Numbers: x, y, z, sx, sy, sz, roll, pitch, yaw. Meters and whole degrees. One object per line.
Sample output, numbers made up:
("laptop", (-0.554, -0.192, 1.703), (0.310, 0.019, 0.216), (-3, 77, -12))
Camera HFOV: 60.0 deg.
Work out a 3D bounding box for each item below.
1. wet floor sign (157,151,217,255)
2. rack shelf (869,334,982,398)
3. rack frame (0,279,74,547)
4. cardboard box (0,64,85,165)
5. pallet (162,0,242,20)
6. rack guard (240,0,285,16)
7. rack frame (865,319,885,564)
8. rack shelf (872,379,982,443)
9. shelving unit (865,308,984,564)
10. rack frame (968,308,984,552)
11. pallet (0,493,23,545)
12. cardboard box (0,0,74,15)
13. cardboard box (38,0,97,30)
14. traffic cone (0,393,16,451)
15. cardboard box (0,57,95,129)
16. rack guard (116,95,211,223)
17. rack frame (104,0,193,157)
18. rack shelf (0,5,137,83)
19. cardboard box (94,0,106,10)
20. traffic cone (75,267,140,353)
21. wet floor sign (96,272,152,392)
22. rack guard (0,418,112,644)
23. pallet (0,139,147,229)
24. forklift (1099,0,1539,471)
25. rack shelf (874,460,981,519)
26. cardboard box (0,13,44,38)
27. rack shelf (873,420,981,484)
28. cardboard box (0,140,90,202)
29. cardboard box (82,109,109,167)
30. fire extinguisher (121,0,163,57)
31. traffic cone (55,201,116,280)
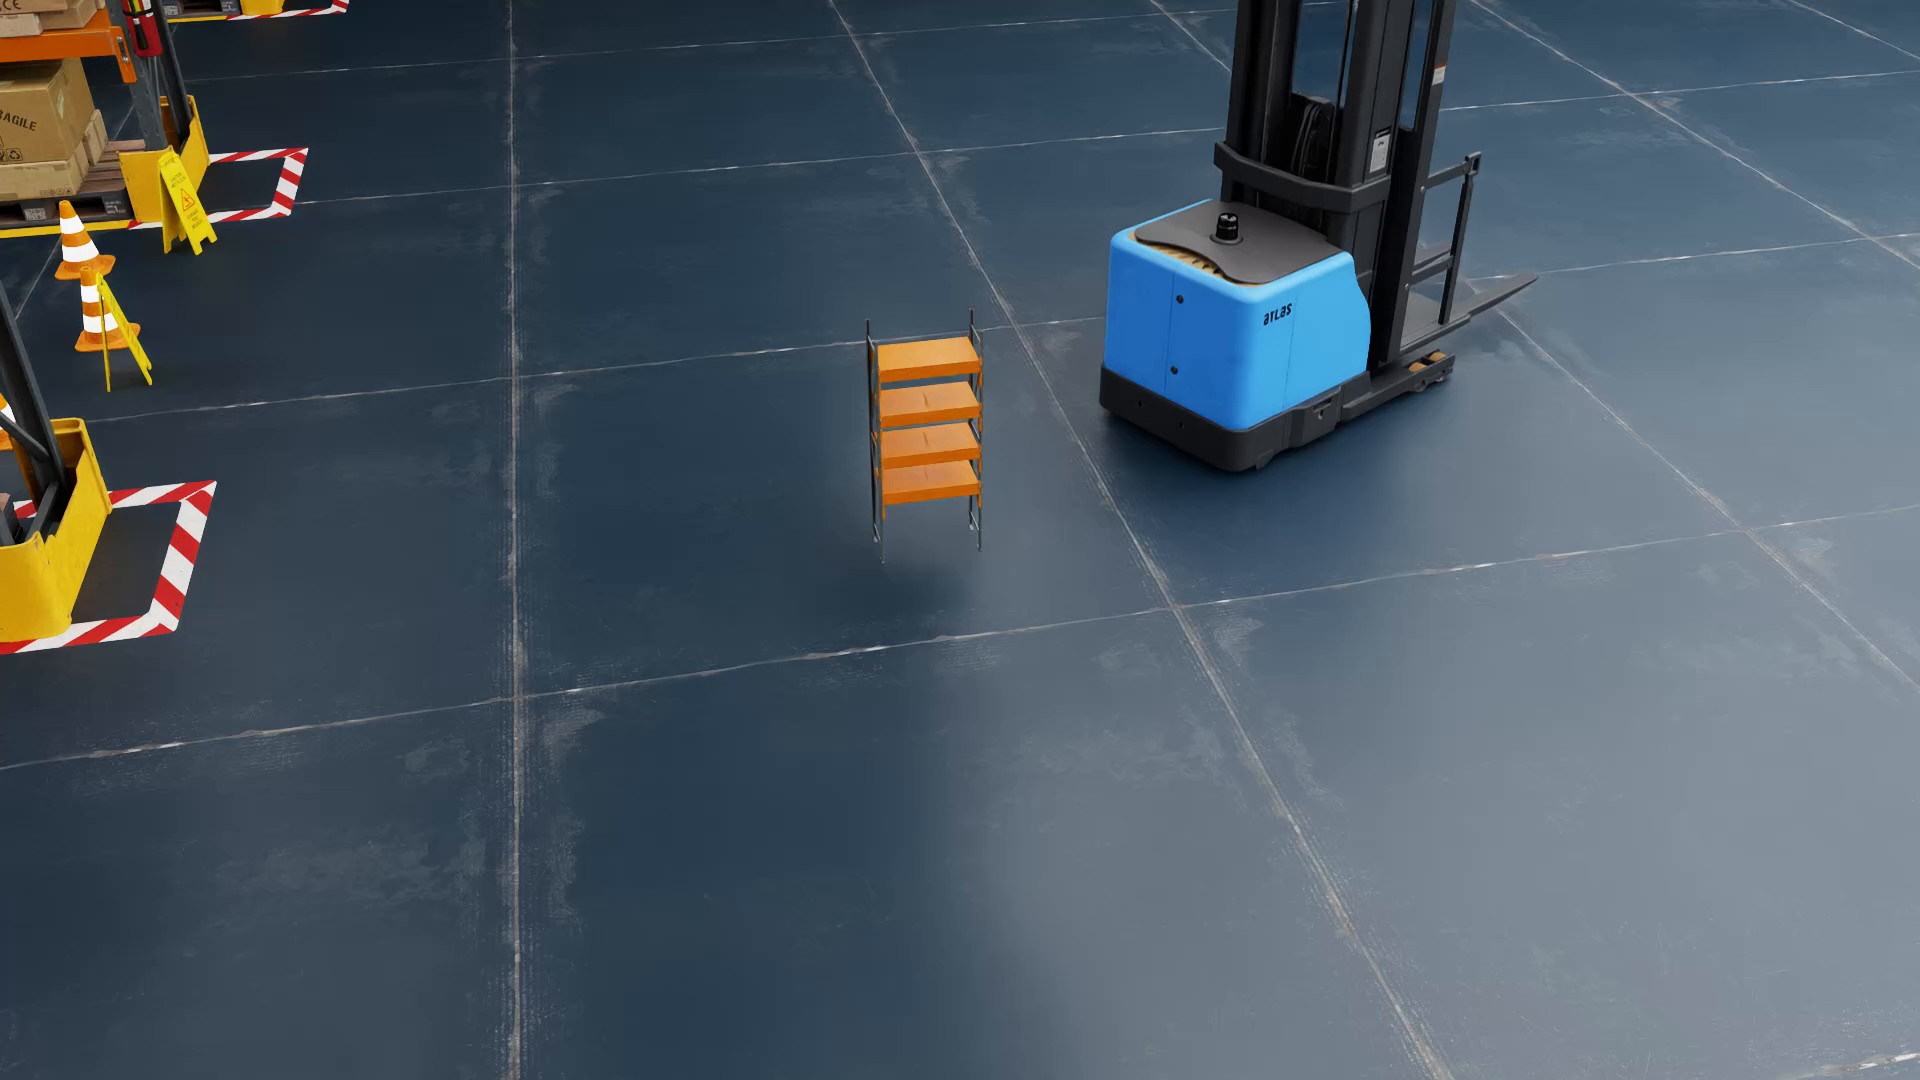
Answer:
("wet floor sign", (-5.176, -2.245, 11.016), (0.232, 0.644, 0.267), (4, 34, 6))
("rack shelf", (-0.161, -0.804, 7.666), (0.480, 0.148, 0.258), (-7, 35, -11))
("rack frame", (-4.407, -1.103, 7.201), (0.127, 3.000, 1.000), (-7, 35, -11))
("cardboard box", (-6.322, -2.884, 11.274), (0.500, 0.500, 0.500), (-7, 34, -10))
("pallet", (-7.433, -5.203, 15.814), (1.213, 0.211, 1.003), (-7, 35, -11))
("rack guard", (-6.673, -5.443, 15.912), (0.348, 0.500, 1.175), (-7, 35, -11))
("rack frame", (-0.399, -0.448, 7.841), (0.015, 1.200, 0.240), (-7, 35, -11))
("rack shelf", (-0.161, -0.608, 7.798), (0.480, 0.148, 0.258), (-7, 35, -11))
("shelving unit", (-0.161, -0.478, 7.885), (0.503, 1.200, 0.258), (-7, 35, -11))
("rack frame", (0.077, -0.508, 7.930), (0.015, 1.200, 0.240), (-7, 35, -11))
("pallet", (-5.170, 0.196, 7.769), (1.213, 0.211, 1.003), (-7, 35, -11))
("cardboard box", (-6.066, -3.729, 10.759), (0.500, 0.500, 0.500), (-8, 35, -11))
("cardboard box", (-5.915, -3.514, 11.020), (0.250, 0.149, 0.380), (-6, 34, -9))
("traffic cone", (-5.238, -0.756, 8.961), (0.334, 0.463, 0.336), (-7, 35, -11))
("cardboard box", (-6.469, -3.173, 11.703), (0.500, 0.500, 0.500), (-8, 35, -12))
("rack guard", (-5.672, -2.733, 11.874), (0.348, 0.500, 1.175), (-7, 35, -11))
("rack frame", (-5.598, -3.781, 11.192), (0.127, 3.000, 1.000), (-7, 35, -11))
("rack shelf", (-7.548, -3.236, 11.026), (4.000, 0.370, 1.077), (-7, 35, -11))
("cardboard box", (-5.975, -3.747, 11.367), (0.250, 0.149, 0.380), (-7, 35, -10))
("traffic cone", (-5.156, -1.412, 9.938), (0.334, 0.463, 0.336), (-7, 35, -11))
("wet floor sign", (-4.816, -1.205, 9.466), (0.232, 0.644, 0.267), (-13, 36, -19))
("rack guard", (-4.384, -0.068, 7.902), (0.348, 0.500, 1.175), (-7, 35, -11))
("pallet", (-6.472, -2.533, 11.835), (1.213, 0.211, 1.003), (-7, 35, -11))
("forklift", (2.221, -2.261, 8.989), (3.031, 2.935, 1.130), (-26, 42, -33))
("rack shelf", (-0.161, -0.257, 8.033), (0.480, 0.148, 0.258), (-7, 35, -11))
("cardboard box", (-6.138, -3.423, 10.884), (0.250, 0.149, 0.380), (-8, 35, -11))
("rack shelf", (-0.161, -0.422, 7.923), (0.480, 0.148, 0.258), (-7, 35, -11))
("cardboard box", (-6.350, -2.565, 11.471), (0.500, 0.250, 0.500), (-7, 35, -11))
("cardboard box", (-6.446, -2.864, 11.917), (0.500, 0.250, 0.500), (-7, 35, -11))
("fire extinguisher", (-5.384, -3.512, 10.861), (0.183, 0.674, 0.296), (-7, 35, -11))
("traffic cone", (-5.733, -1.973, 10.775), (0.334, 0.463, 0.336), (-7, 35, -11))
